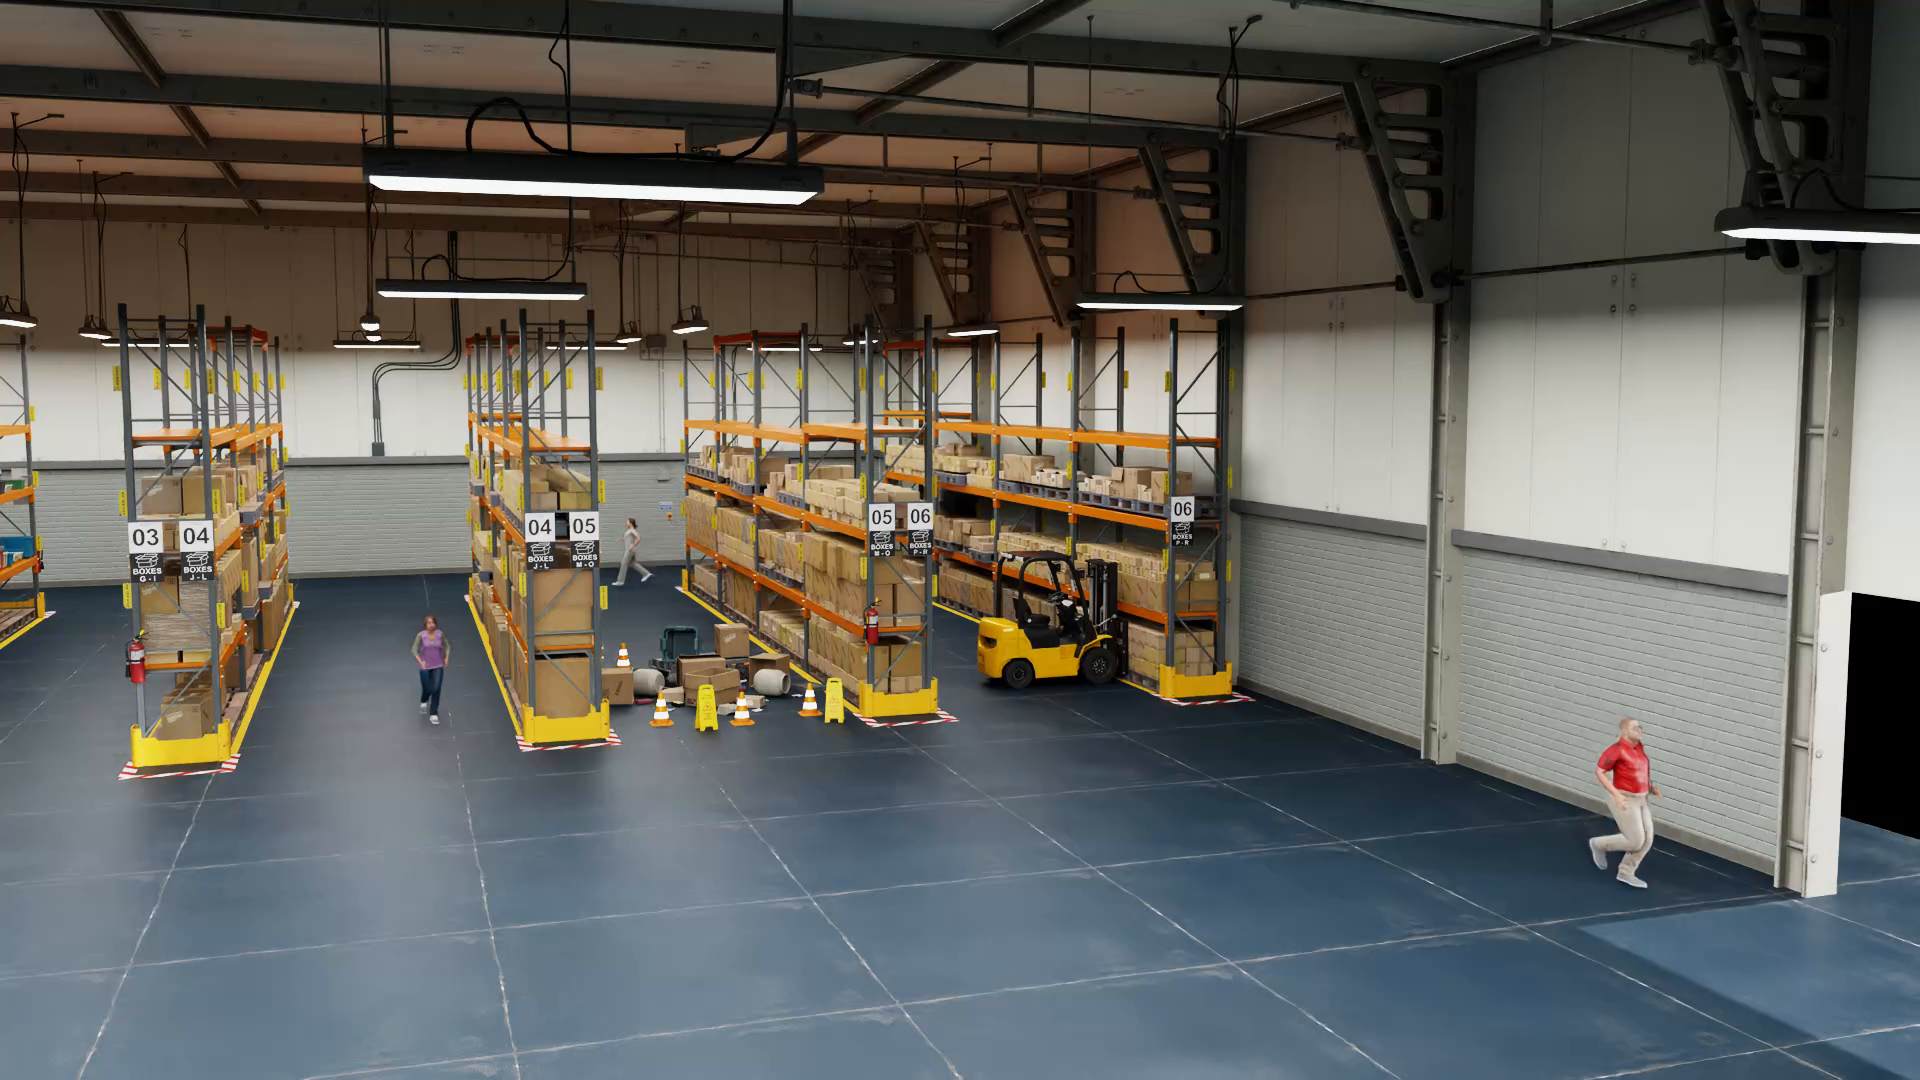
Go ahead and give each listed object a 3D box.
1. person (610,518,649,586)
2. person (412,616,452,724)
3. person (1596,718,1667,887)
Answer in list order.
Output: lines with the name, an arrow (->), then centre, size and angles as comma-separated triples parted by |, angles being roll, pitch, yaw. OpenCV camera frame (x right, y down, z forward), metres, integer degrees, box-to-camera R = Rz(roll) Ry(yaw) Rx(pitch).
person -> -8.121, 0.289, 40.828 | 0.948, 1.646, 0.578 | -1, 6, -14
person -> -7.803, 1.902, 24.594 | 0.560, 1.578, 0.543 | -3, 6, -26
person -> 6.693, 2.607, 16.523 | 0.668, 1.681, 0.596 | -4, 7, -34
